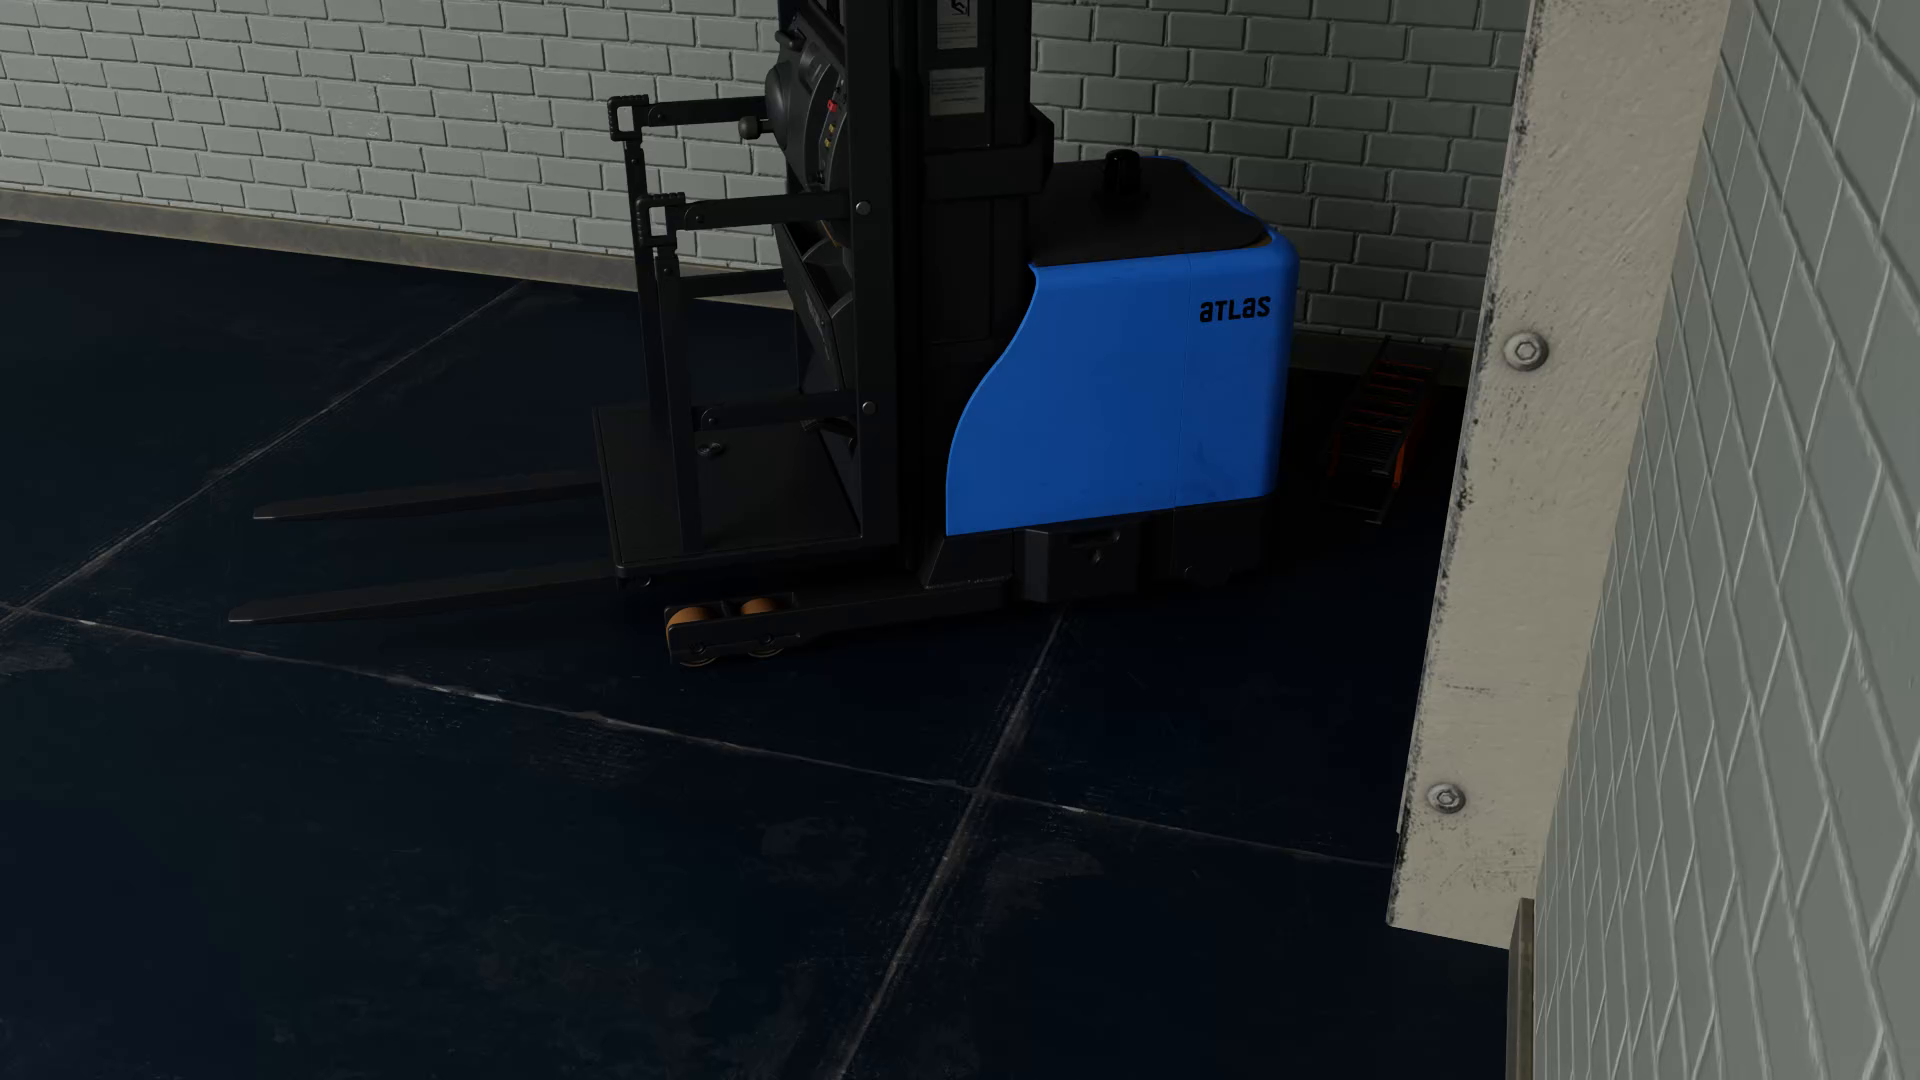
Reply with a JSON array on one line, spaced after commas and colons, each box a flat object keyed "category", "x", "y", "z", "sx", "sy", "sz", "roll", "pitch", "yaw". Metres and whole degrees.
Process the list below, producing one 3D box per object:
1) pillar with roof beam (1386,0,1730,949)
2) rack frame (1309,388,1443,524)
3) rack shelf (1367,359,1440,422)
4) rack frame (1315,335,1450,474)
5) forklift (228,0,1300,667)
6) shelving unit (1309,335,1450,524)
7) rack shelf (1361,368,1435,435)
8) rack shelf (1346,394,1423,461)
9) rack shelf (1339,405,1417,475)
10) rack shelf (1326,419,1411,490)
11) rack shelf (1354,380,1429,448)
[{"category": "pillar with roof beam", "x": -2.940, "y": -3.740, "z": 2.833, "sx": 9.100, "sy": 9.000, "sz": 0.400, "roll": 8, "pitch": 30, "yaw": 15}, {"category": "rack frame", "x": 1.509, "y": -0.340, "z": 5.964, "sx": 0.240, "sy": 0.006, "sz": 1.200, "roll": 12, "pitch": 31, "yaw": 20}, {"category": "rack shelf", "x": 1.636, "y": -0.559, "z": 6.174, "sx": 0.258, "sy": 0.180, "sz": 0.103, "roll": 12, "pitch": 31, "yaw": 20}, {"category": "rack frame", "x": 1.509, "y": -0.501, "z": 5.876, "sx": 0.240, "sy": 0.006, "sz": 1.200, "roll": 12, "pitch": 31, "yaw": 20}, {"category": "forklift", "x": -0.603, "y": -1.205, "z": 4.518, "sx": 3.031, "sy": 2.935, "sz": 1.130, "roll": -7, "pitch": 30, "yaw": -13}, {"category": "shelving unit", "x": 1.509, "y": -0.421, "z": 5.920, "sx": 0.258, "sy": 0.189, "sz": 1.200, "roll": 12, "pitch": 31, "yaw": 20}, {"category": "rack shelf", "x": 1.587, "y": -0.507, "z": 6.077, "sx": 0.258, "sy": 0.180, "sz": 0.103, "roll": 12, "pitch": 31, "yaw": 20}, {"category": "rack shelf", "x": 1.491, "y": -0.401, "z": 5.885, "sx": 0.258, "sy": 0.180, "sz": 0.103, "roll": 12, "pitch": 31, "yaw": 20}, {"category": "rack shelf", "x": 1.443, "y": -0.348, "z": 5.788, "sx": 0.258, "sy": 0.180, "sz": 0.103, "roll": 12, "pitch": 31, "yaw": 20}, {"category": "rack shelf", "x": 1.395, "y": -0.295, "z": 5.692, "sx": 0.258, "sy": 0.180, "sz": 0.103, "roll": 12, "pitch": 31, "yaw": 20}, {"category": "rack shelf", "x": 1.539, "y": -0.454, "z": 5.981, "sx": 0.258, "sy": 0.180, "sz": 0.103, "roll": 12, "pitch": 31, "yaw": 20}]
